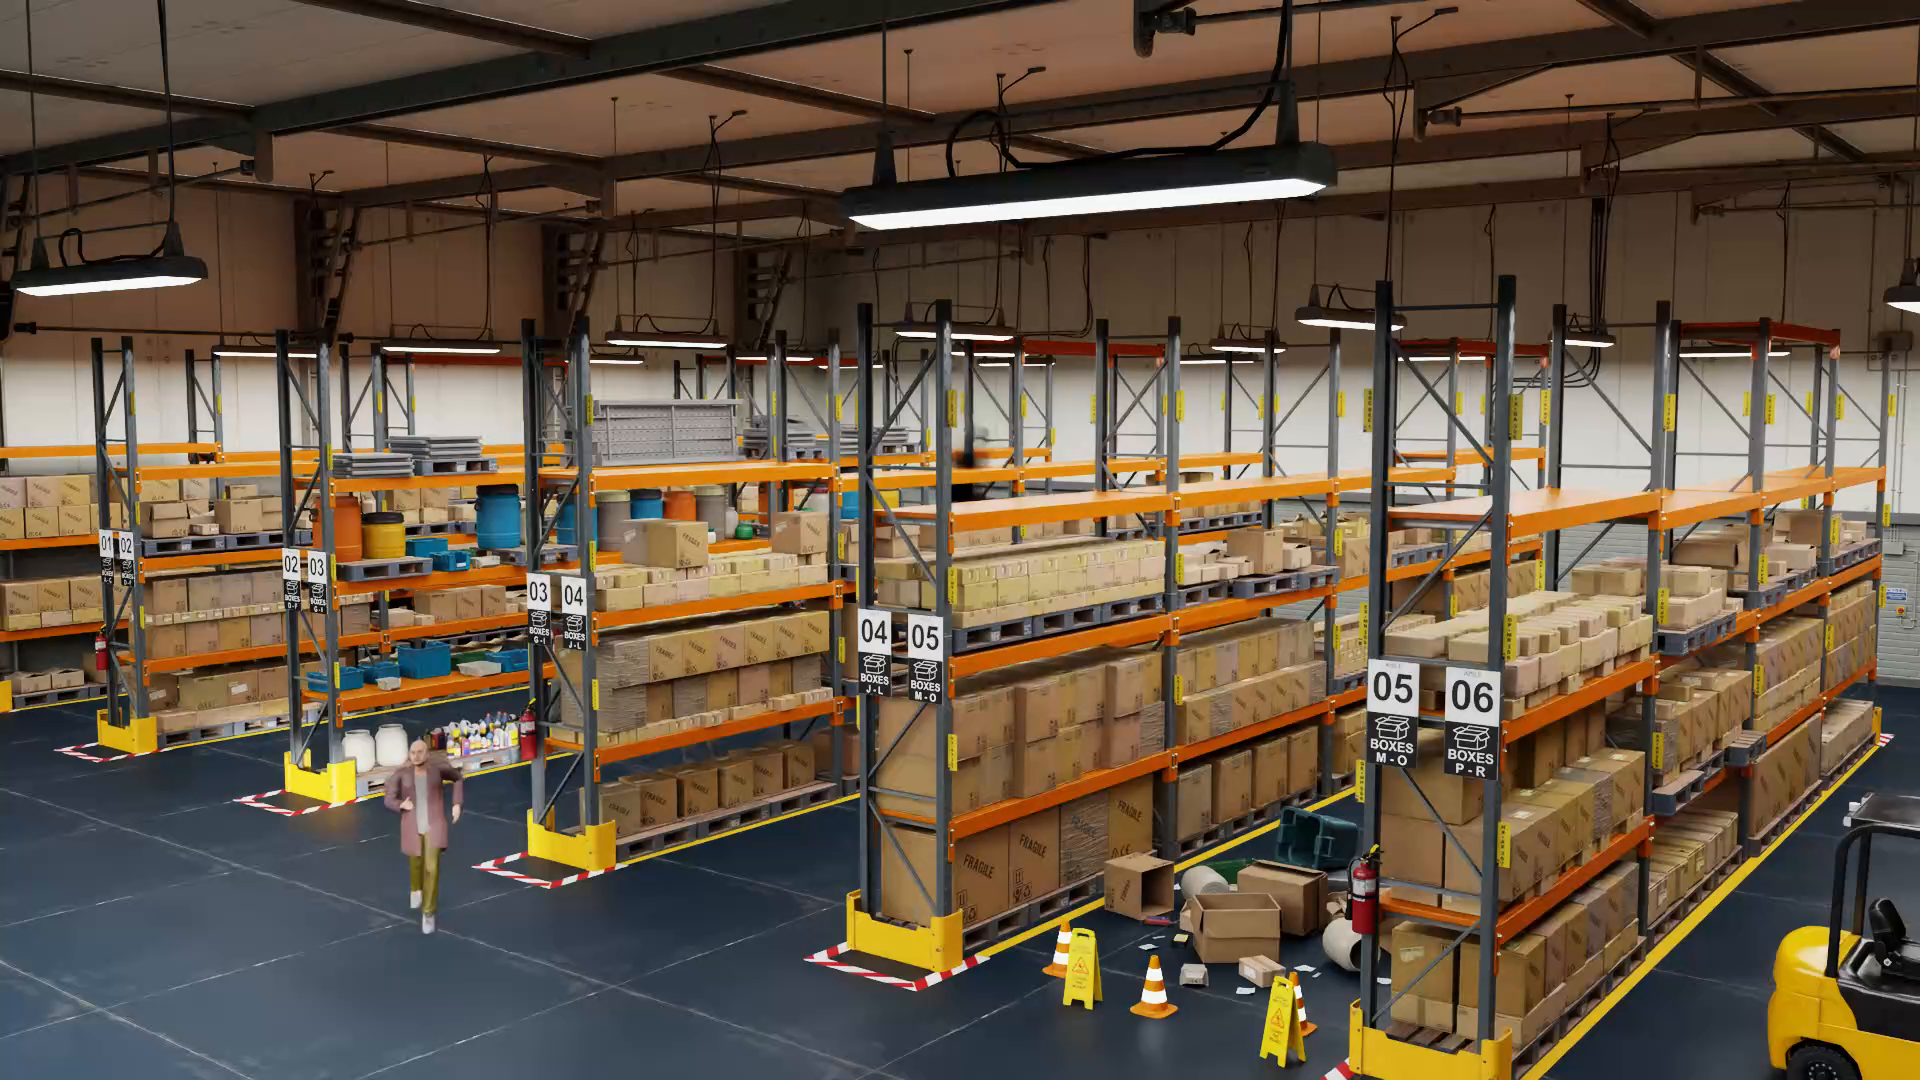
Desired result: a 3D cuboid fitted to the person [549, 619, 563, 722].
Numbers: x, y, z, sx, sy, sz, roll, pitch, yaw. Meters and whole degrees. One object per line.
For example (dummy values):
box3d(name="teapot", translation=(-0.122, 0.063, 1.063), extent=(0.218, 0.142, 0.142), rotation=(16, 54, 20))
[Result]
box3d(name="person", translation=(-6.352, 1.970, 26.319), extent=(0.638, 1.763, 0.987), rotation=(4, 6, 36))

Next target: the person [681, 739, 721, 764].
box3d(name="person", translation=(-3.541, 2.327, 22.556), extent=(0.670, 1.828, 0.757), rotation=(3, 6, 28))

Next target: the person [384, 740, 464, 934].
box3d(name="person", translation=(-5.257, 2.860, 16.349), extent=(0.728, 1.836, 0.945), rotation=(-1, 5, -10))
